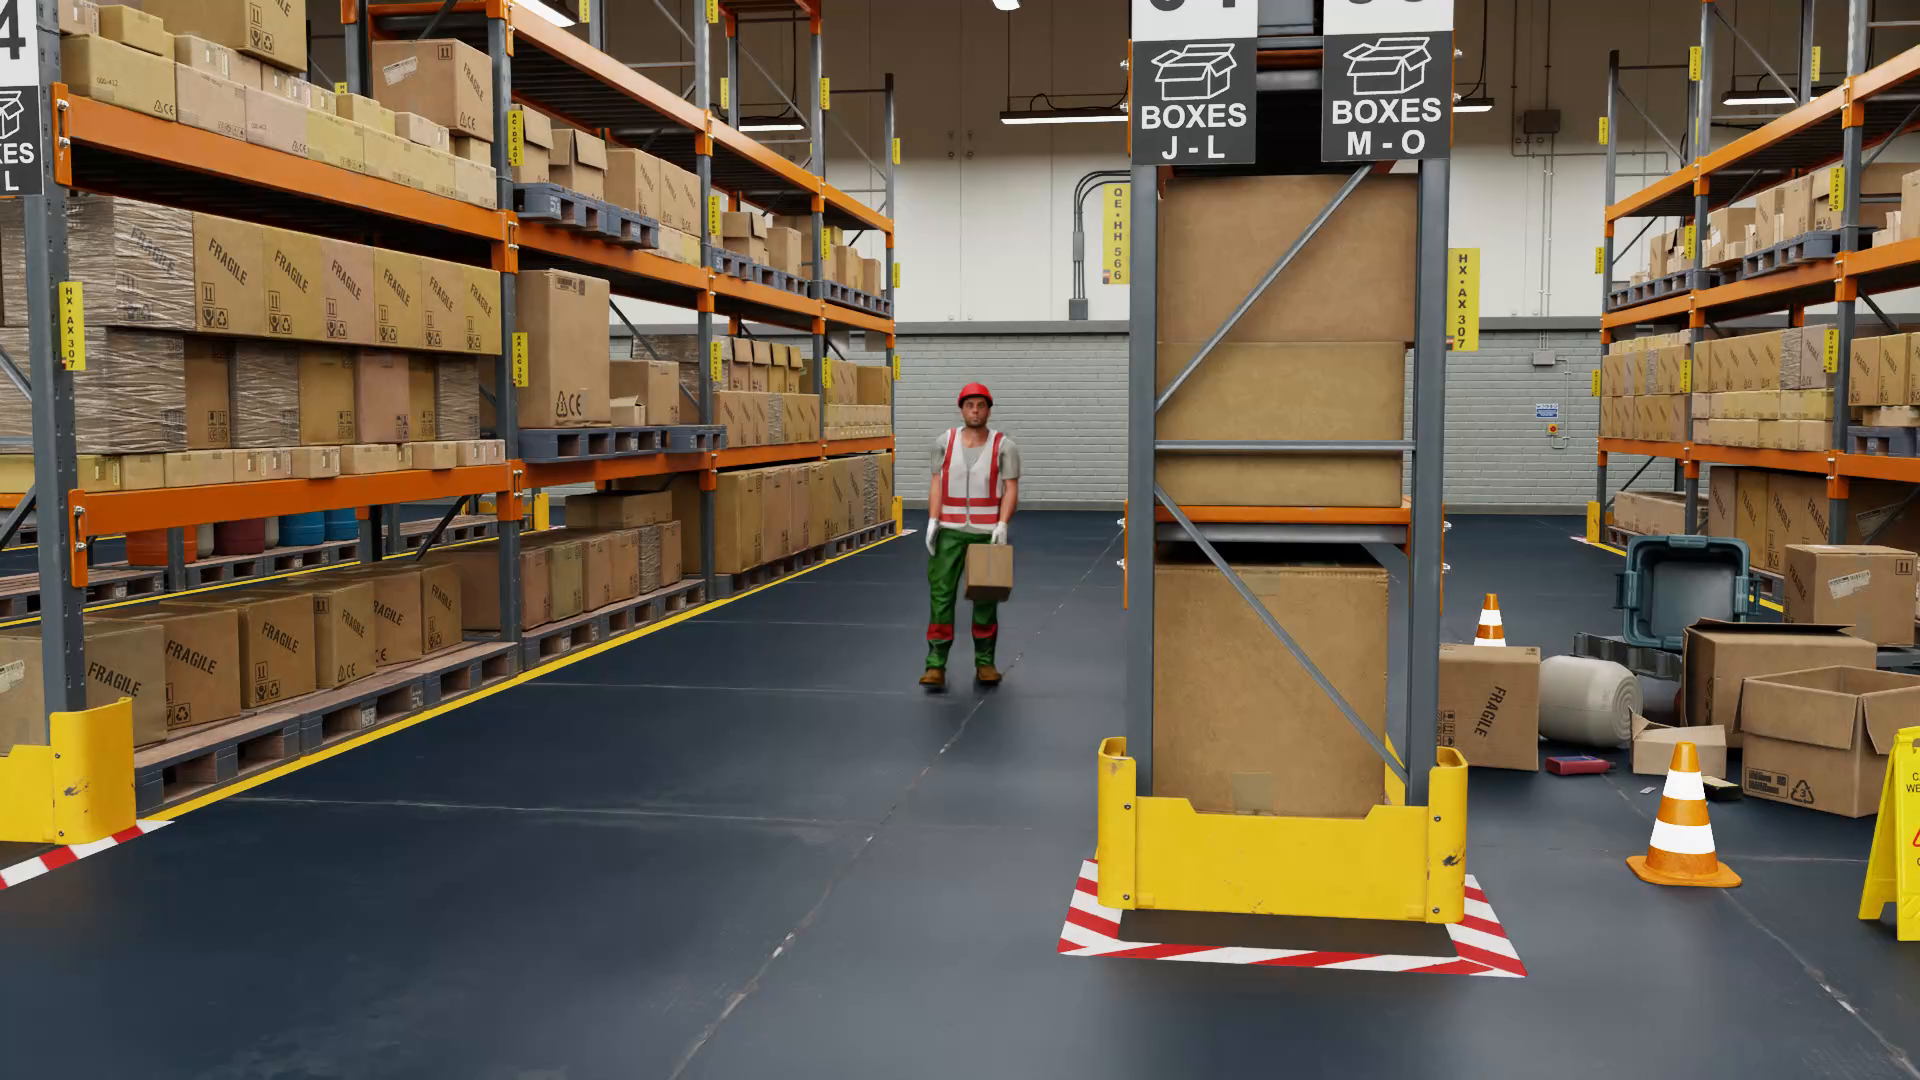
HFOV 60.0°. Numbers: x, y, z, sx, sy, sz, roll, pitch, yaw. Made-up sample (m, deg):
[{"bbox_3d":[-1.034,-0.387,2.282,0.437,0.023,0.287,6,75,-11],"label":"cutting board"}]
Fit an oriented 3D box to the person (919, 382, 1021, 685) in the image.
[{"bbox_3d":[0.066,-0.032,9.731,0.567,1.784,0.675,0,4,5],"label":"person"}]
